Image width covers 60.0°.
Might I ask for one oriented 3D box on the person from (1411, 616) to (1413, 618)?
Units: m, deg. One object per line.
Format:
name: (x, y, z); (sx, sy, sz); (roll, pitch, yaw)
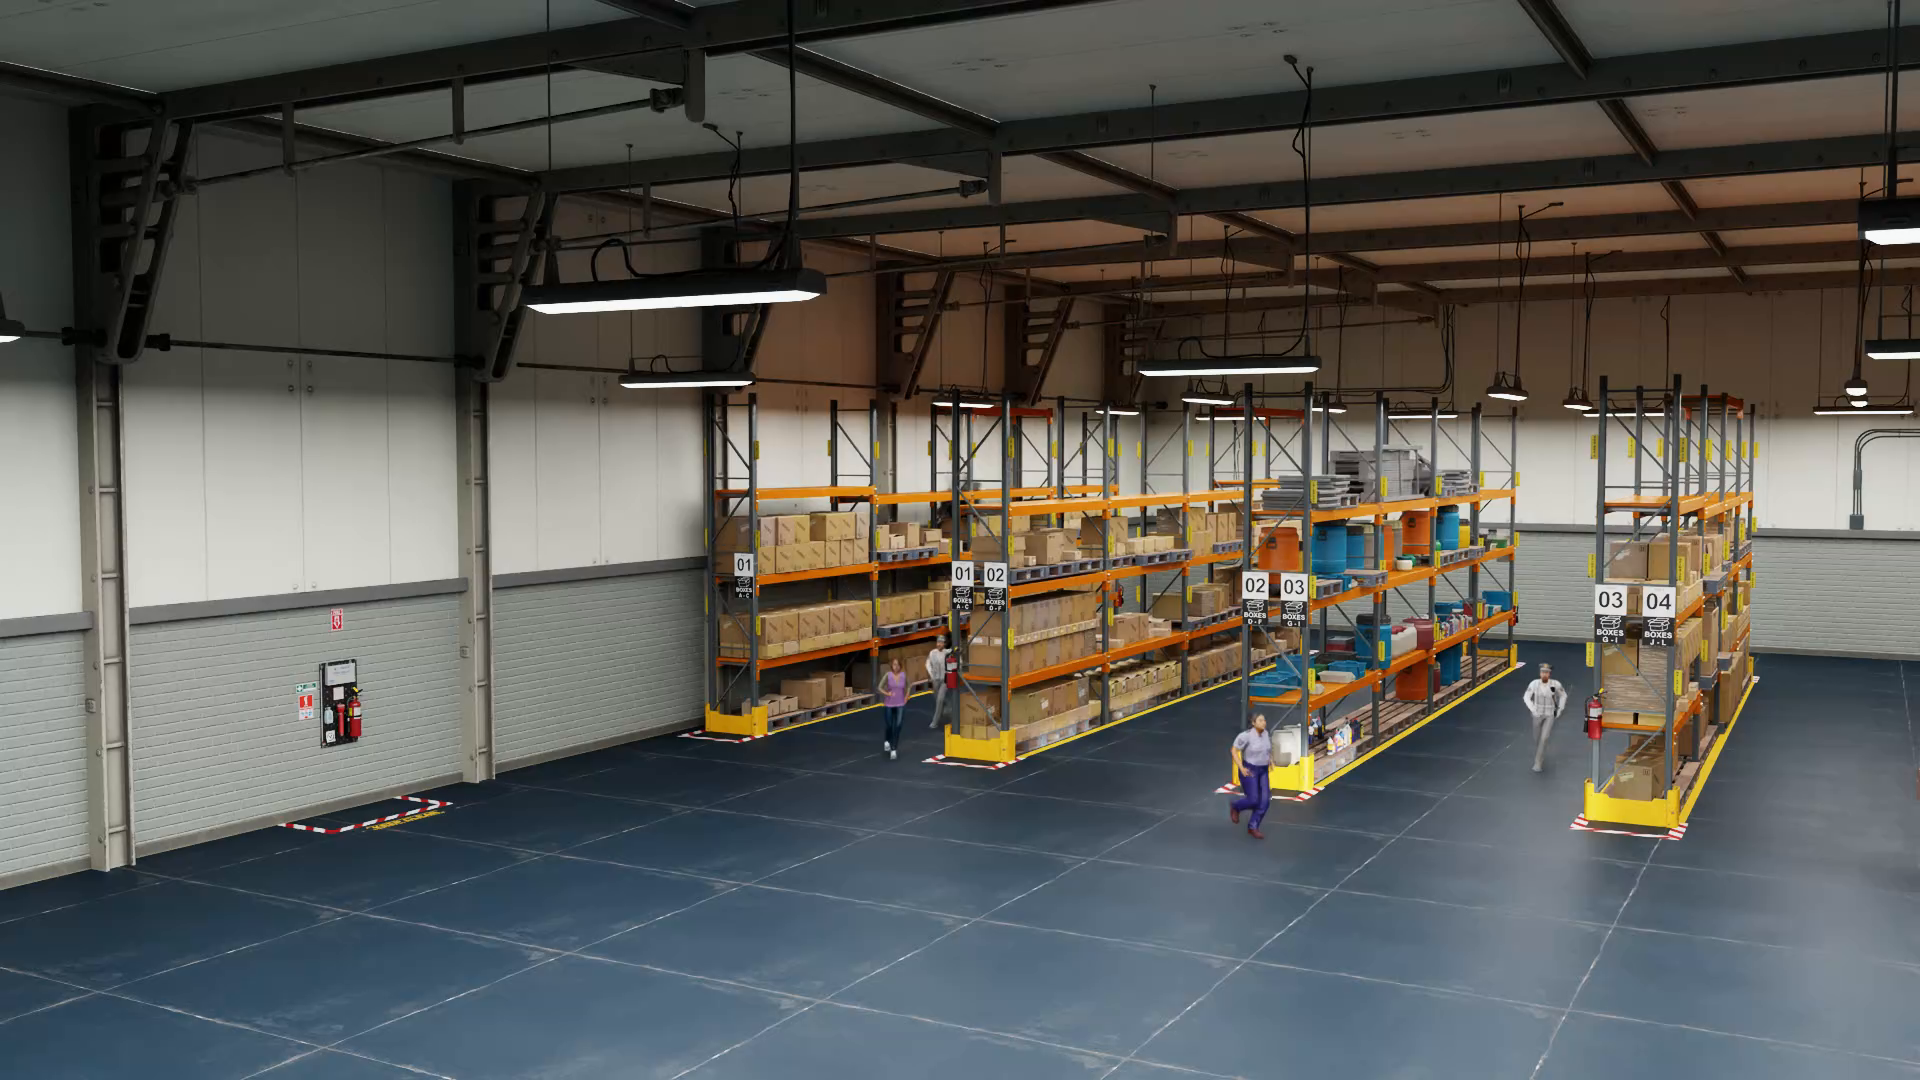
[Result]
person: (10.633, 2.788, 26.002); (2.309, 1.668, 15.751); (-1, 3, -19)

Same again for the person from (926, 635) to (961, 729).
person: (-0.315, 2.542, 30.273); (0.641, 1.685, 0.873); (1, 3, 18)

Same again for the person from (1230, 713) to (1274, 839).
person: (3.807, 3.041, 21.681); (0.624, 1.613, 0.561); (-2, 4, -33)

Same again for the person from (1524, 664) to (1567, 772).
person: (9.214, 2.764, 26.198); (0.641, 1.683, 0.852); (1, 3, 26)

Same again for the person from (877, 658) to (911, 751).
person: (-1.074, 2.673, 27.245); (0.576, 1.490, 0.660); (0, 3, -8)
